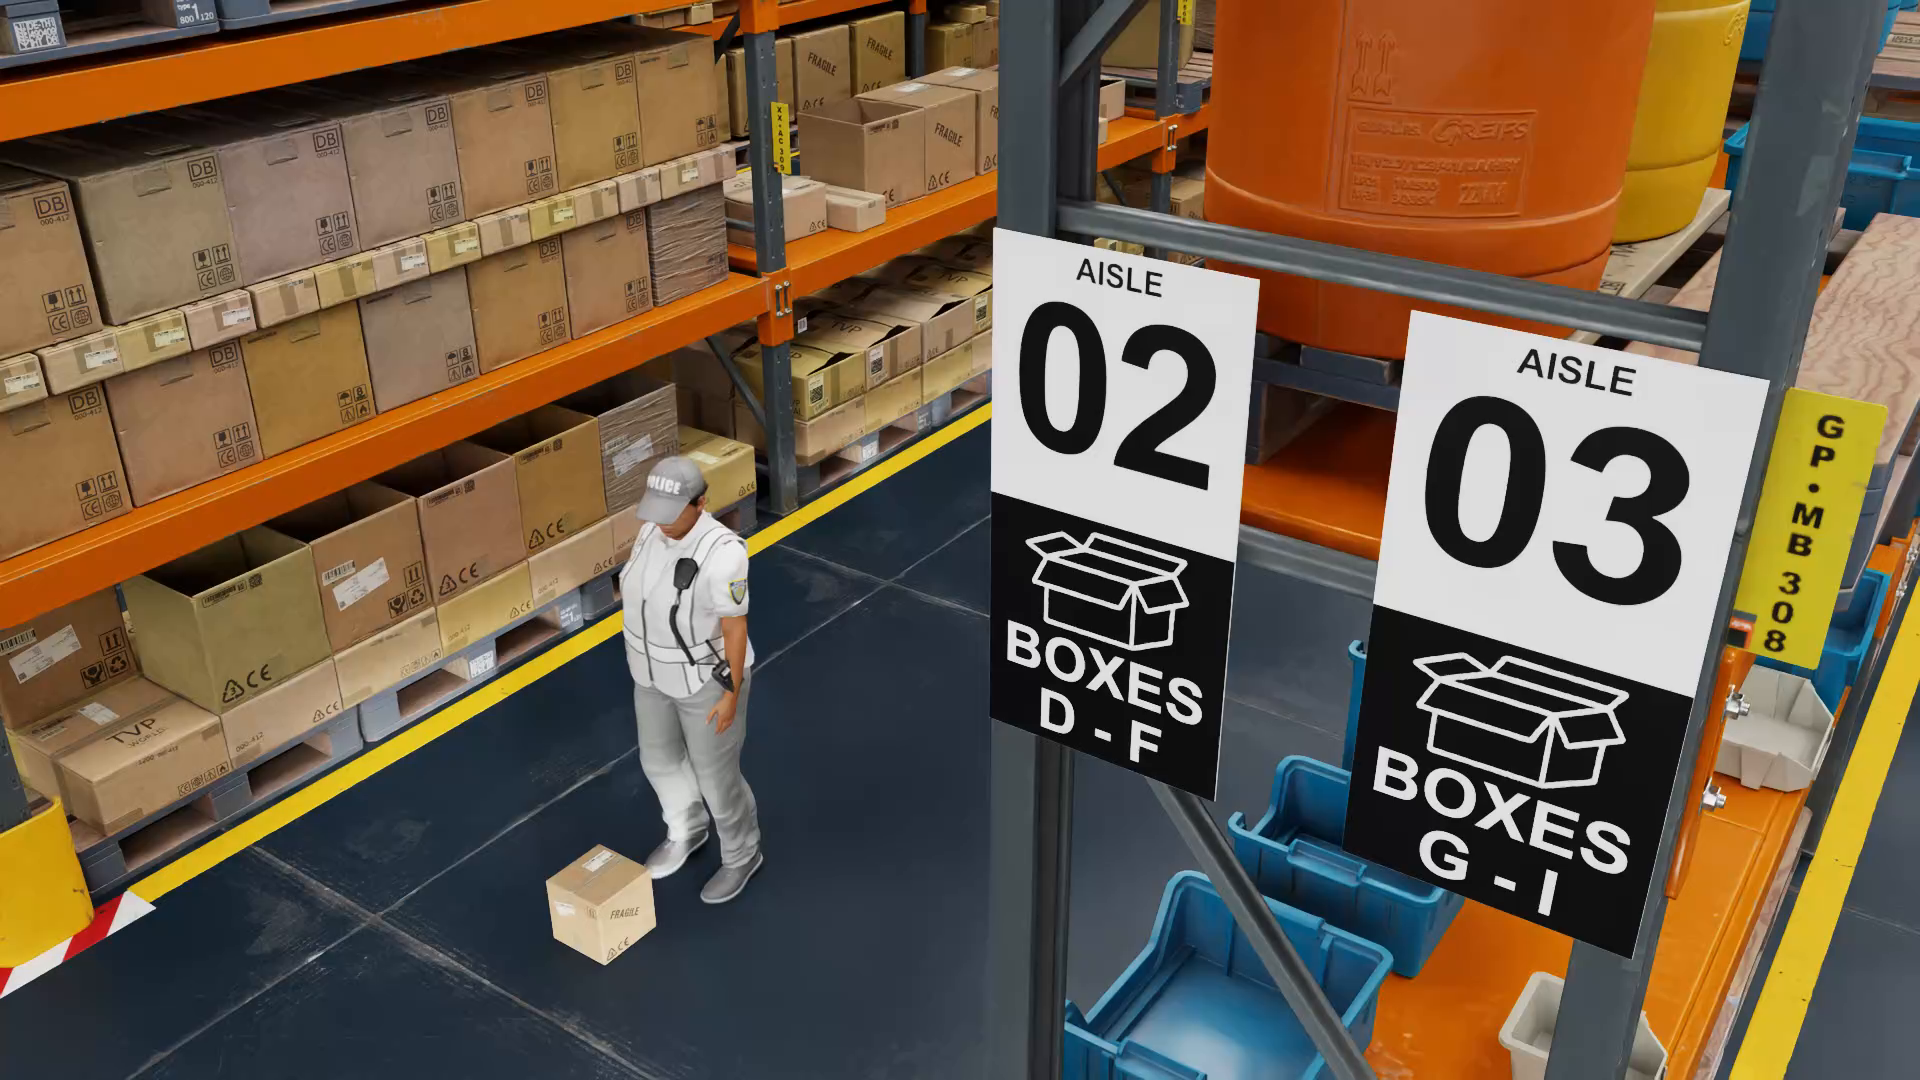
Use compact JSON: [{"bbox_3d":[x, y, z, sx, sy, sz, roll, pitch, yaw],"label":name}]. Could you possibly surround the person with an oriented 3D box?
[{"bbox_3d":[-0.918,0.477,5.702,0.471,1.662,0.390,18,32,31],"label":"person"}]
